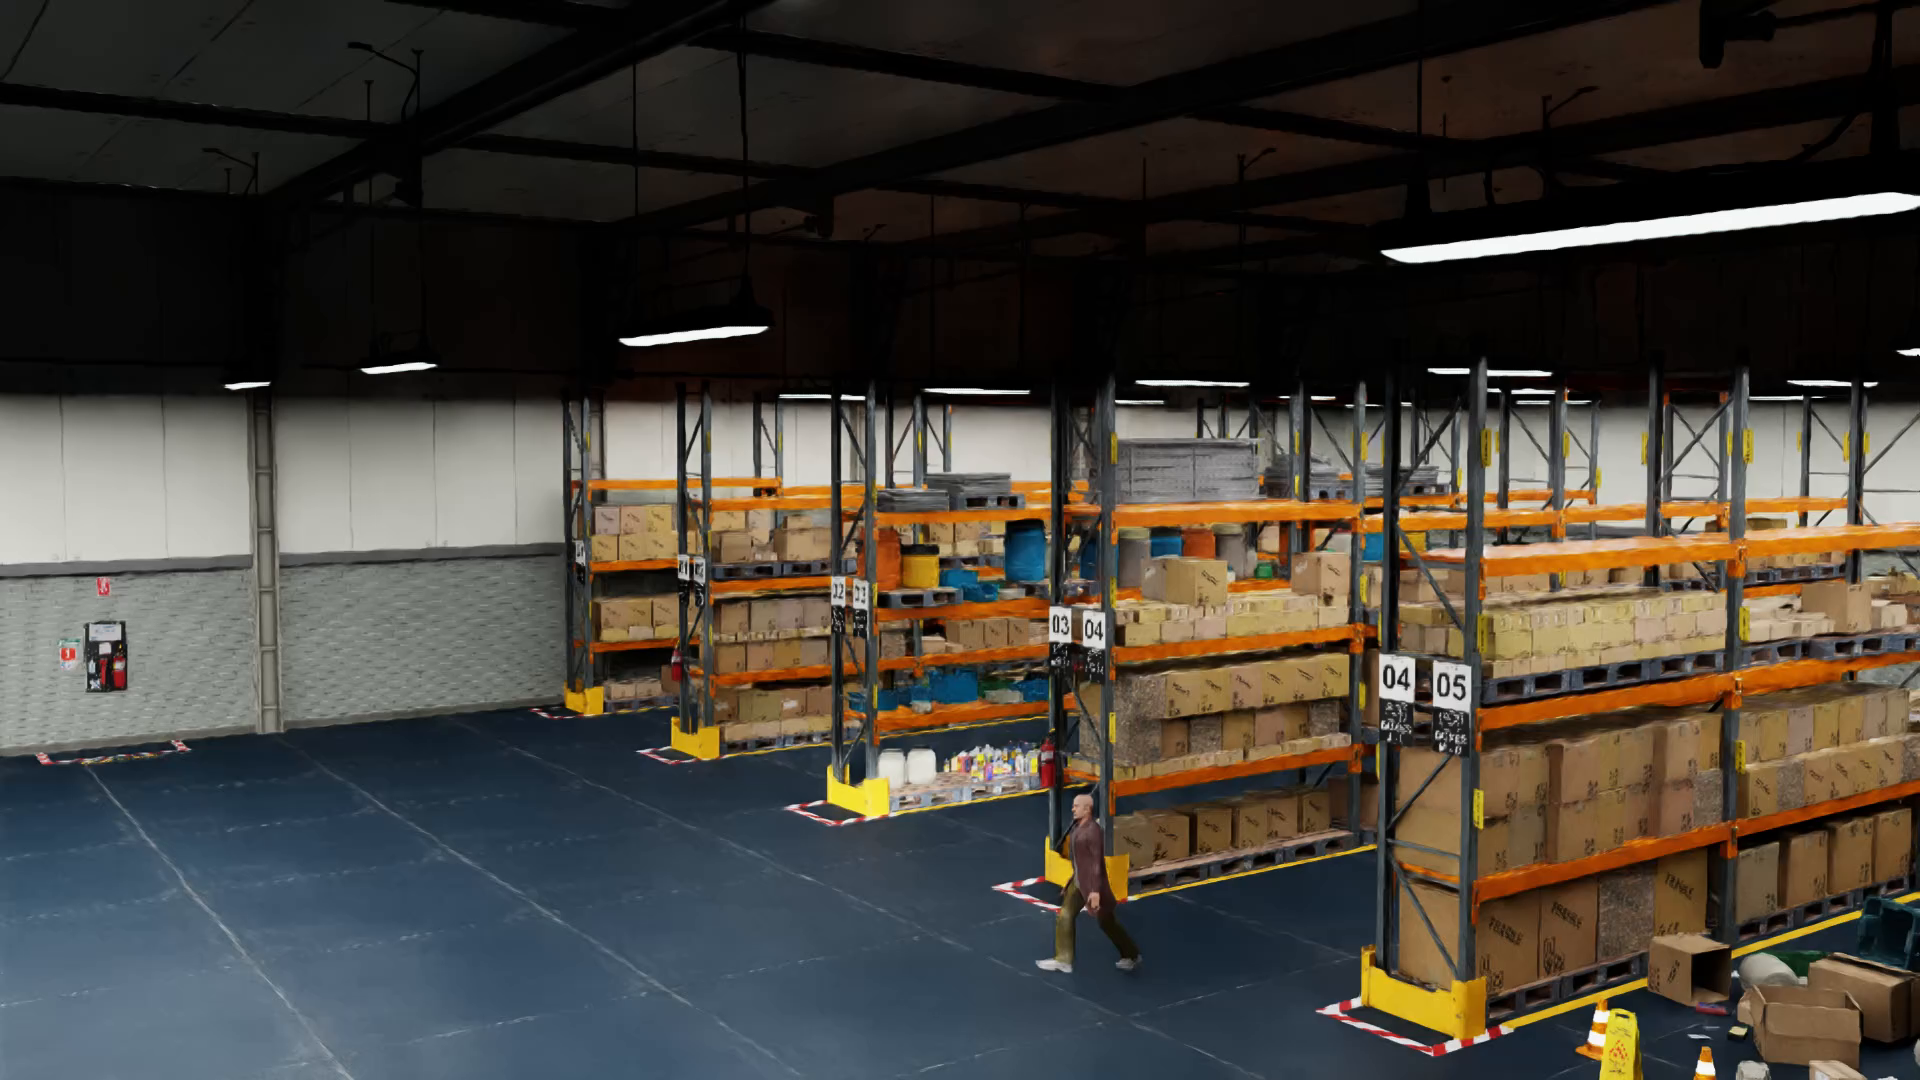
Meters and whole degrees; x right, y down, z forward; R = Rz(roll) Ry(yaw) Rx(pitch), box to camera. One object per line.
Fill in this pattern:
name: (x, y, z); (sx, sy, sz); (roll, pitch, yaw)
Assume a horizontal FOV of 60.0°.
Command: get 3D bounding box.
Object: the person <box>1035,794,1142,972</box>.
person: (1.266, 3.326, 15.863); (1.017, 1.634, 0.616); (-1, 4, -19)
